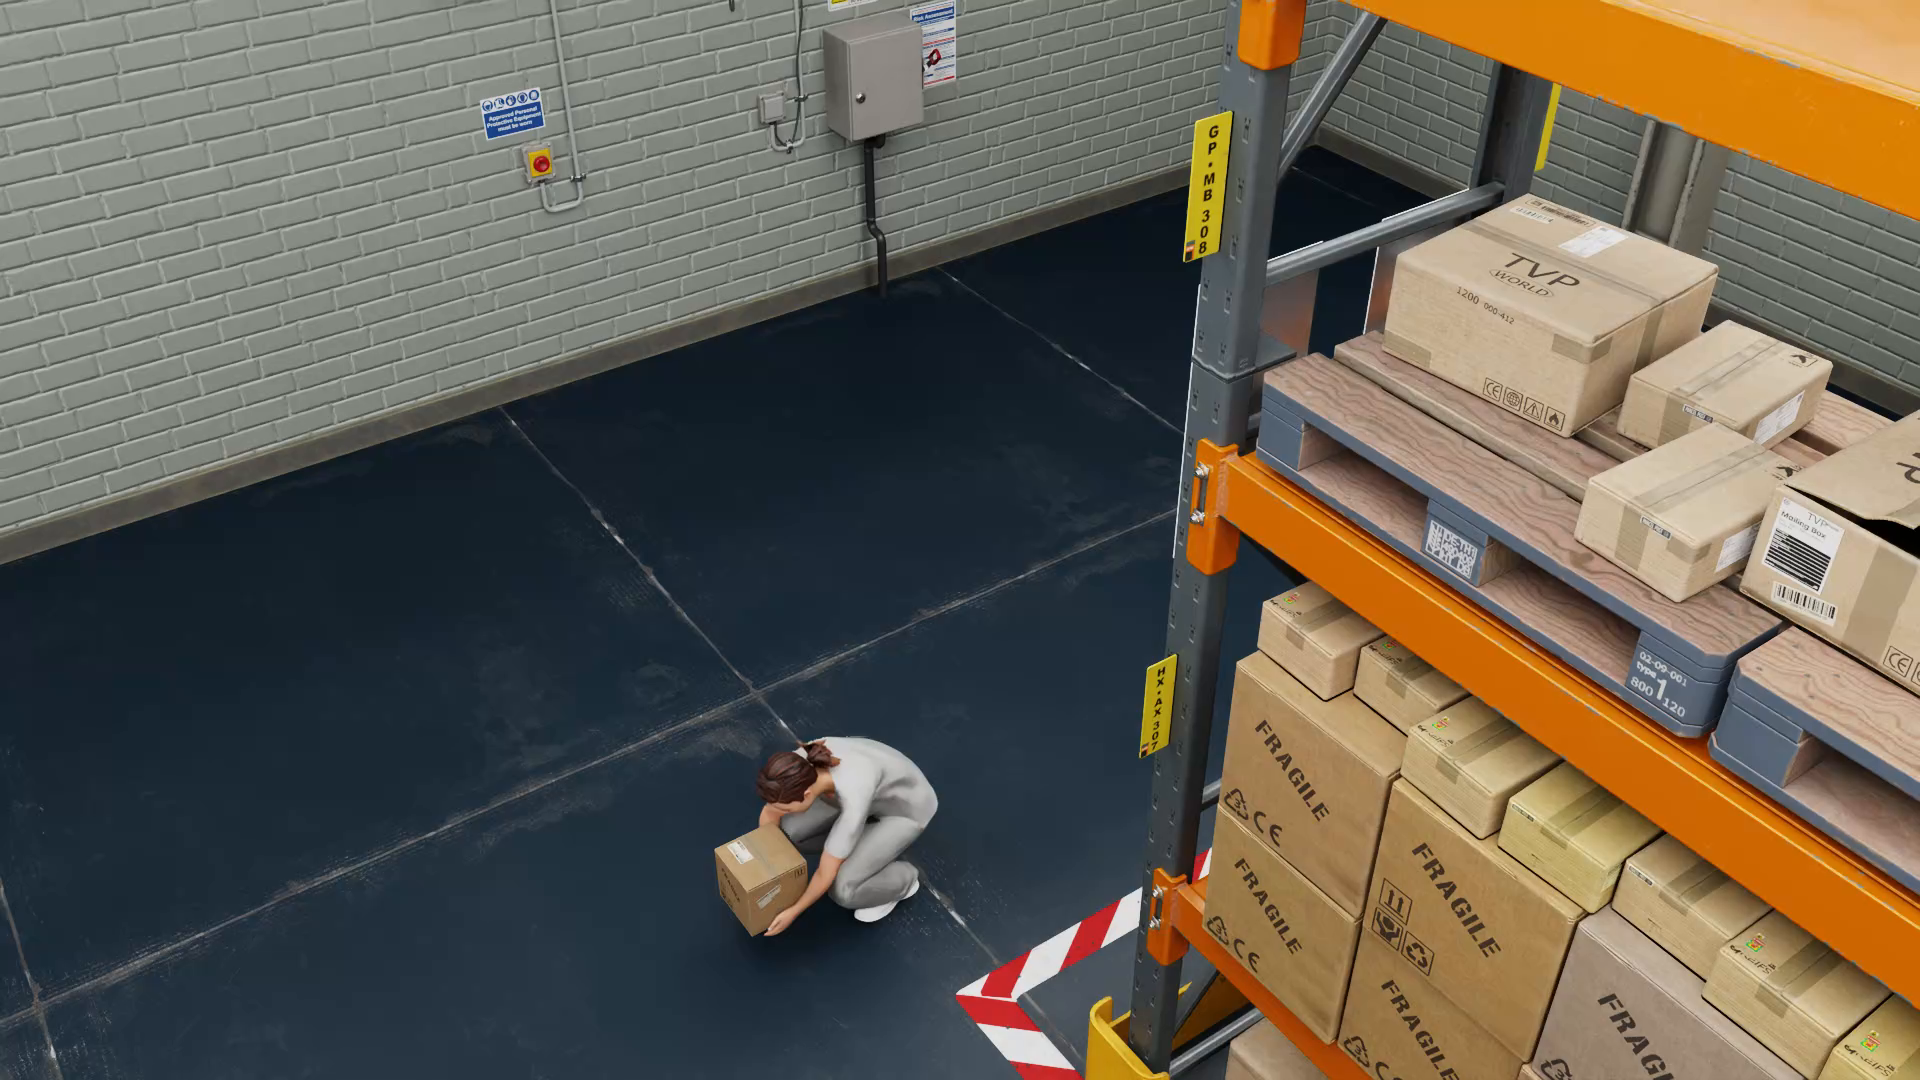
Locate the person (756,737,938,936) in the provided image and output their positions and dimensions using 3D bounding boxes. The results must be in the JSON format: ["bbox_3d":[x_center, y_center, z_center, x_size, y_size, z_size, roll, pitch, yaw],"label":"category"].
[{"bbox_3d":[-0.455,1.041,6.225,0.801,0.932,0.490,-23,42,-27],"label":"person"}]
